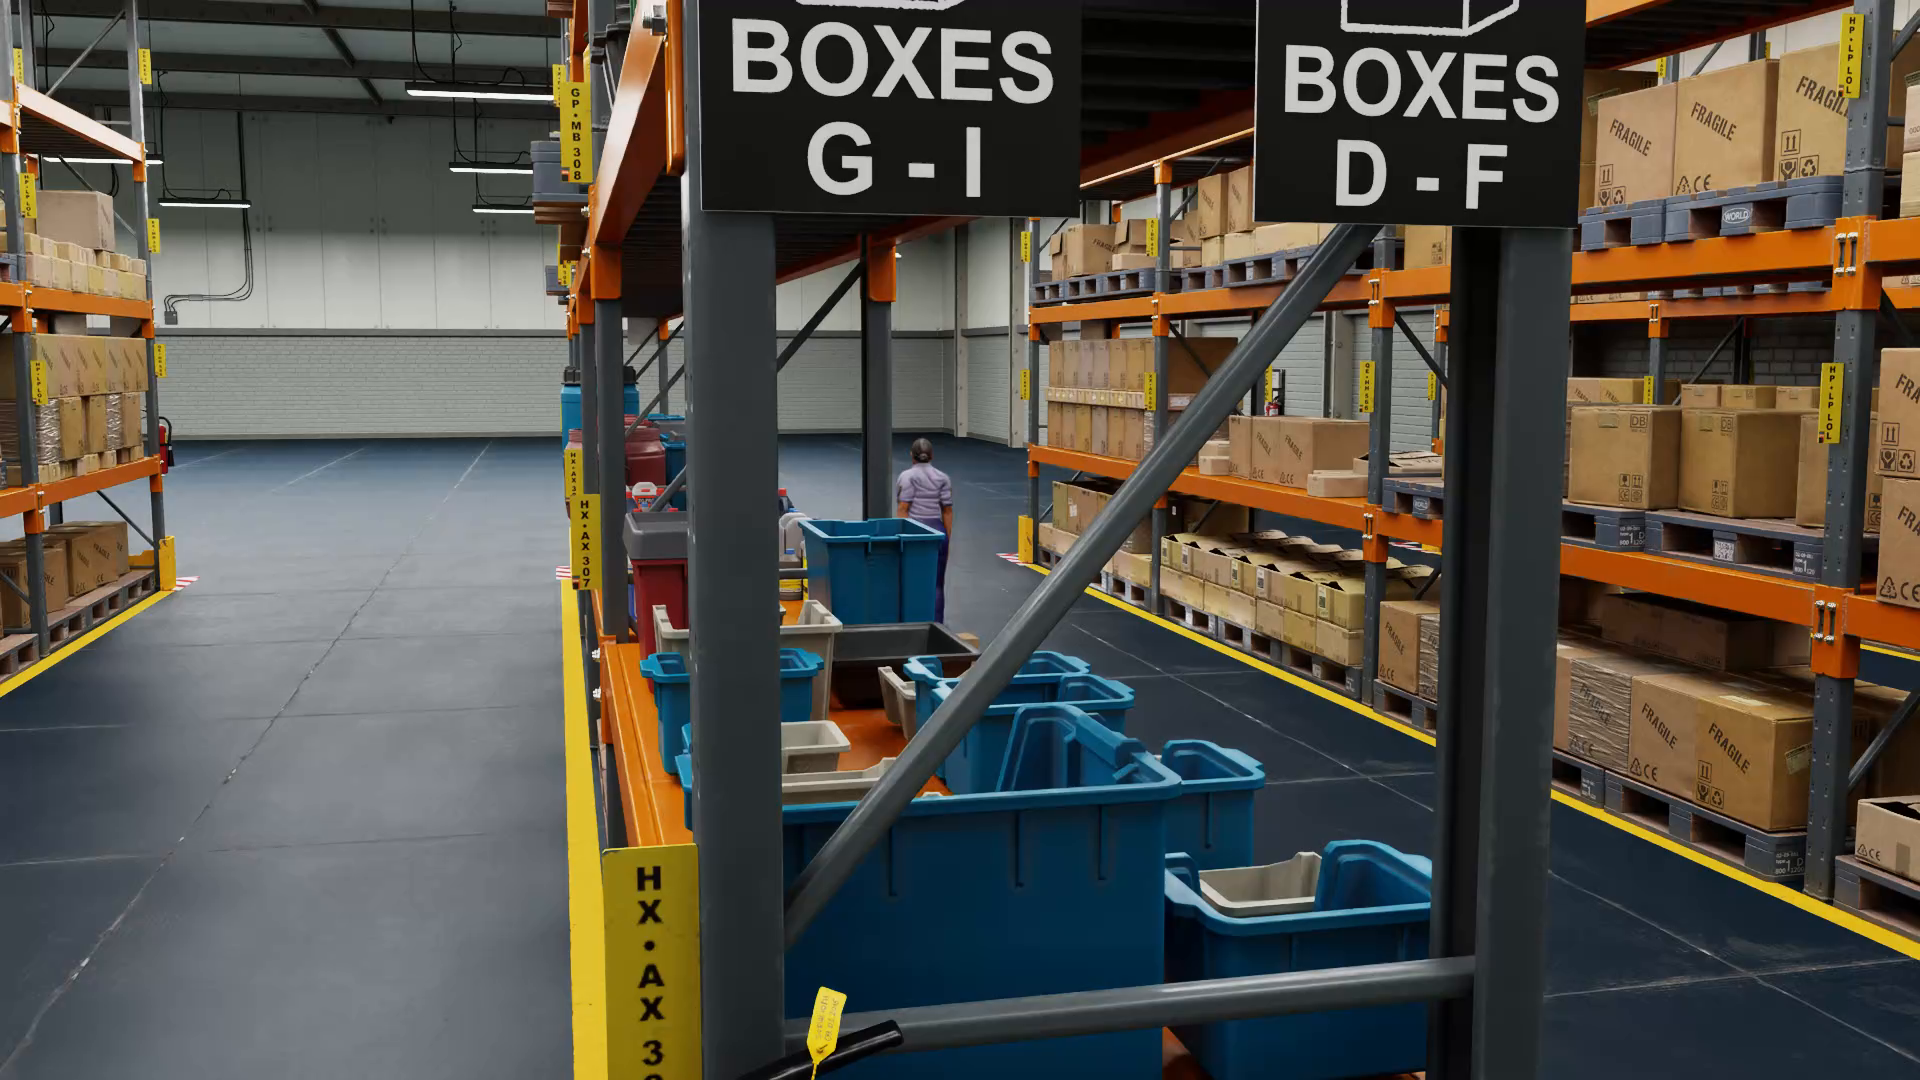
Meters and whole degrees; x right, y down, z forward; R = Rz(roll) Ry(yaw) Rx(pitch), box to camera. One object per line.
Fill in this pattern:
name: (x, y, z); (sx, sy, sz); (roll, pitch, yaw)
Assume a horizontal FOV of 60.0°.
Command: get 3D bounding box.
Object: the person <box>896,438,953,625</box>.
person: (-0.277, 0.060, 12.818); (0.512, 1.683, 0.501); (-2, 7, -21)
